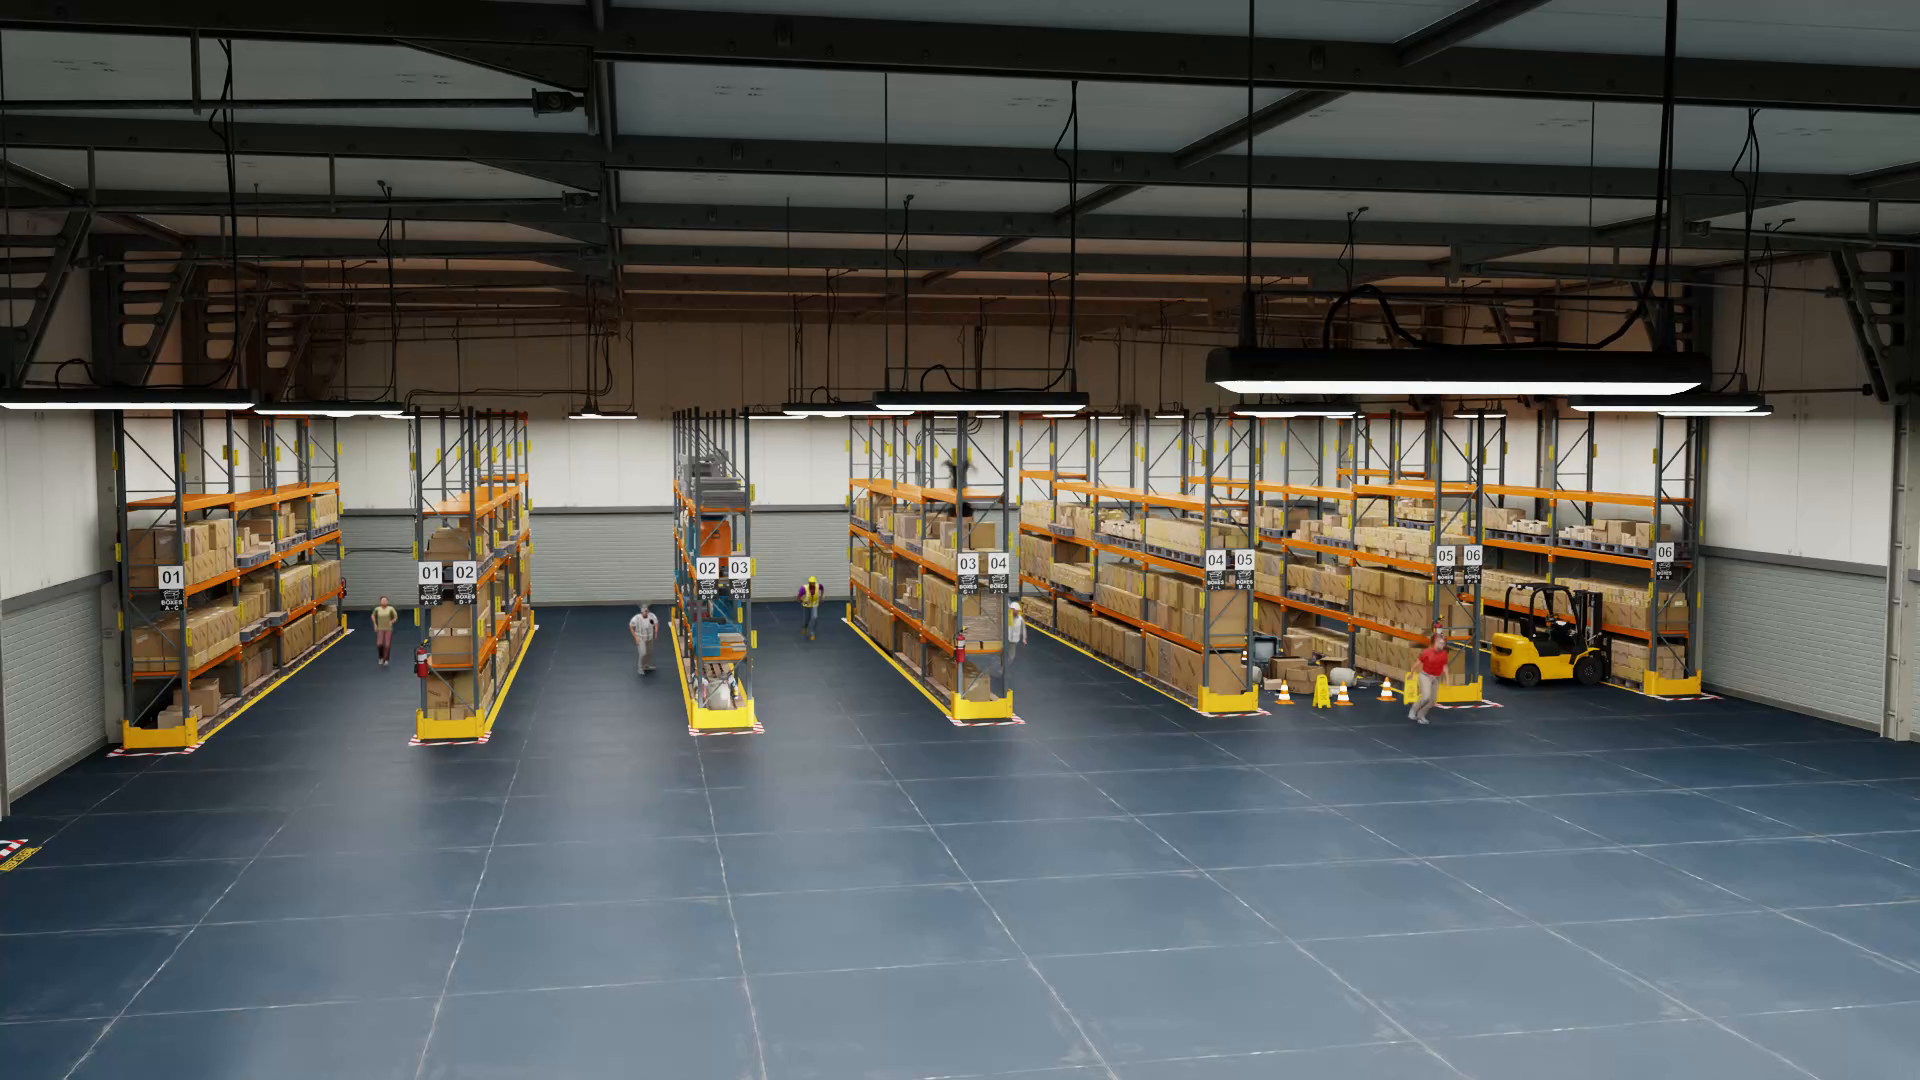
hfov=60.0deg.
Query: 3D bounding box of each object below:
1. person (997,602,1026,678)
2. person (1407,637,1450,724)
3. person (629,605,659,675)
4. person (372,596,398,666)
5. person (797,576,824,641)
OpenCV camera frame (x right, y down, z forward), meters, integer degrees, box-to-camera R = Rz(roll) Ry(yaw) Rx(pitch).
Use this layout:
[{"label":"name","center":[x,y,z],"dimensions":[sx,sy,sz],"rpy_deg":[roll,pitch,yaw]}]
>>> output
[{"label":"person","center":[1.131,2.226,37.043],"dimensions":[0.675,1.722,0.654],"rpy_deg":[-1,4,-13]},{"label":"person","center":[8.879,2.653,31.492],"dimensions":[0.685,1.685,0.585],"rpy_deg":[-2,5,-26]},{"label":"person","center":[-7.182,2.251,37.874],"dimensions":[0.746,1.630,0.826],"rpy_deg":[-3,5,-38]},{"label":"person","center":[-13.483,2.124,38.978],"dimensions":[0.589,1.648,0.611],"rpy_deg":[-1,4,-16]},{"label":"person","center":[-3.962,1.784,43.828],"dimensions":[0.740,1.715,1.047],"rpy_deg":[-2,4,-21]}]
